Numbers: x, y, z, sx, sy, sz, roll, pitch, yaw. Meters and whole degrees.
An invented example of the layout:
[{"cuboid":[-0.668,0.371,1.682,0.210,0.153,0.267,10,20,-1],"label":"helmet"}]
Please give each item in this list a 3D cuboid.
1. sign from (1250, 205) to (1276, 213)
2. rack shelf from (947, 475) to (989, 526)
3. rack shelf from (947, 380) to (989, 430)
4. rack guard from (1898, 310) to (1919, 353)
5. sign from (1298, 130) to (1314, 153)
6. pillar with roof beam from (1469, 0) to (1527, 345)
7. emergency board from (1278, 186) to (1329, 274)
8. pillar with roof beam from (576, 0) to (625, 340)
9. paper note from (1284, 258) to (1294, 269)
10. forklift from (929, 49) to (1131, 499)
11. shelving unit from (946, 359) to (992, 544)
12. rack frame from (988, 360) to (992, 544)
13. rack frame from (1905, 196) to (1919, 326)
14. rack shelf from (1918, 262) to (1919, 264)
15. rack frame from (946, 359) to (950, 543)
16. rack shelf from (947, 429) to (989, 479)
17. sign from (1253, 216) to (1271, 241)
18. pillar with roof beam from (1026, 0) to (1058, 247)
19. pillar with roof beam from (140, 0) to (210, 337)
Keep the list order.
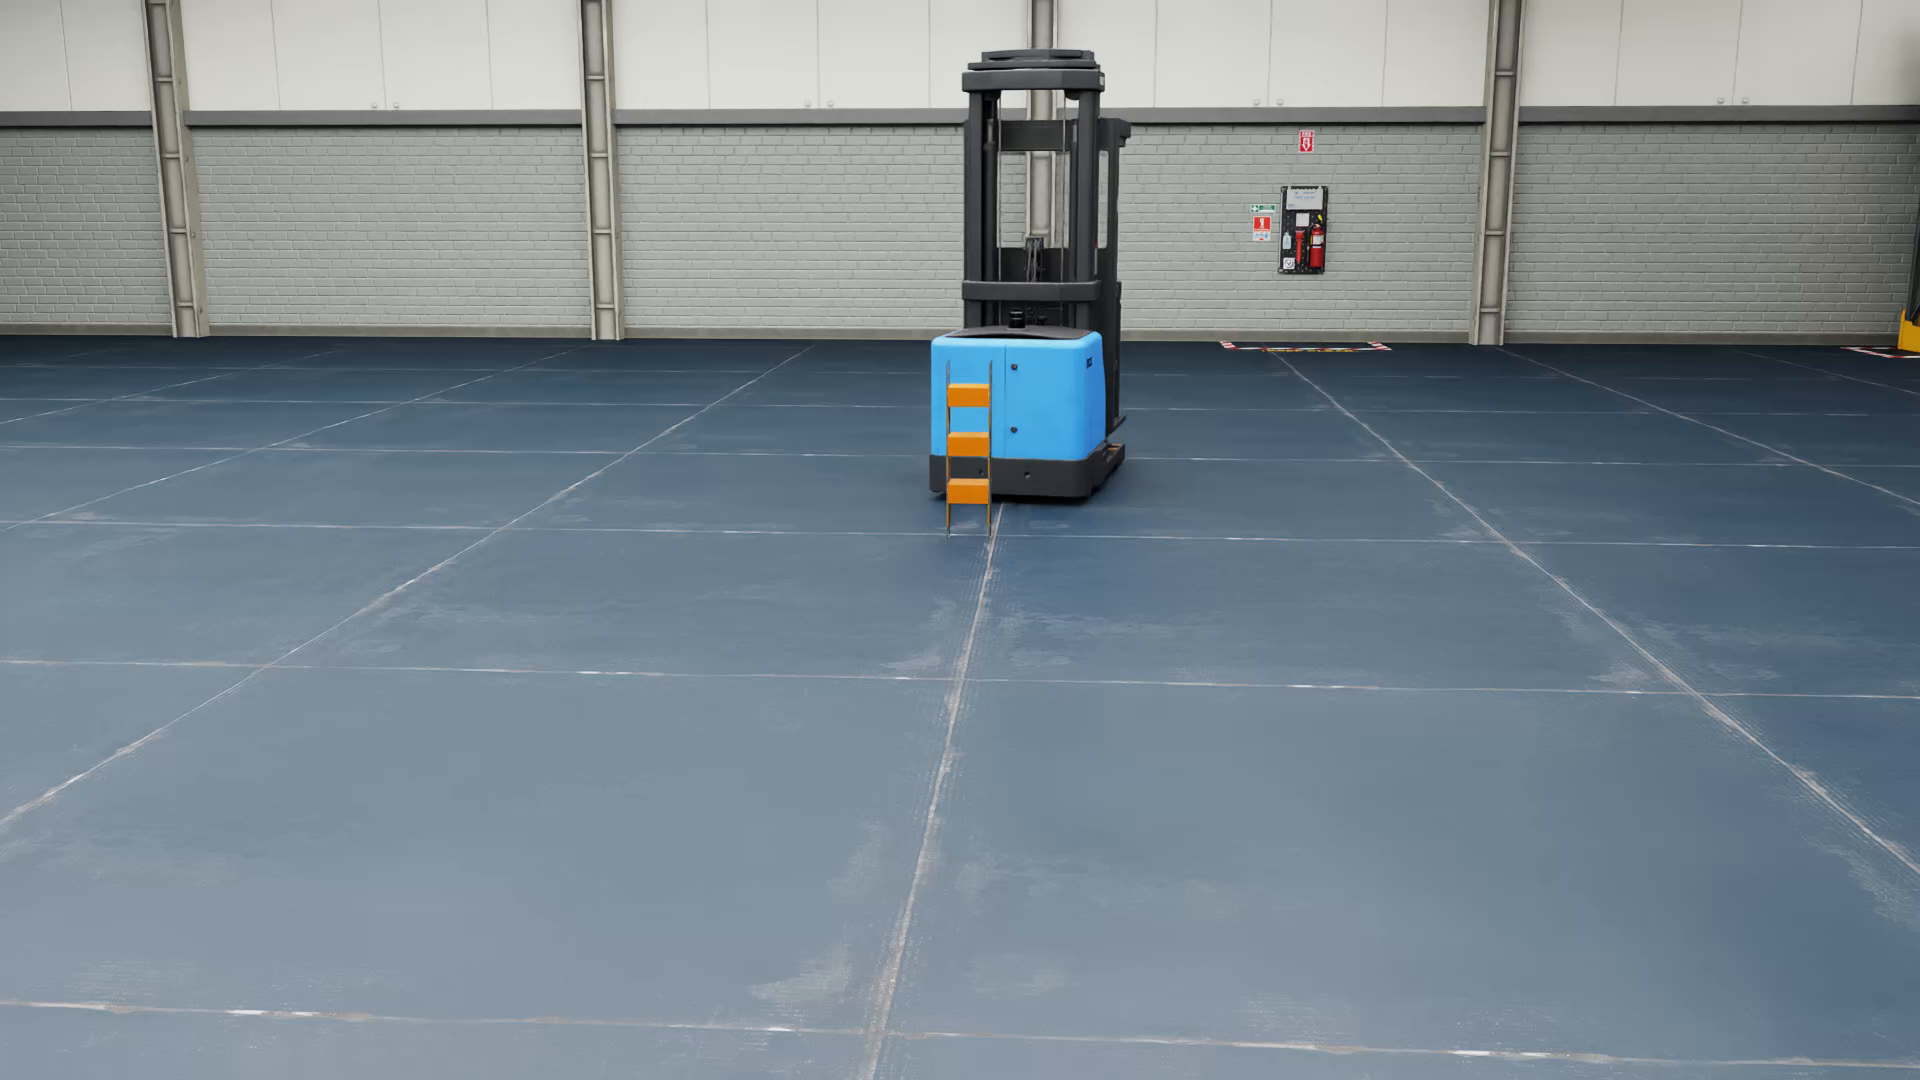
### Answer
[{"cuboid":[4.073,-4.453,22.348,0.331,0.109,0.001,1,12,4],"label":"sign"},{"cuboid":[0.053,-0.231,9.716,0.240,0.259,0.215,1,12,4],"label":"rack shelf"},{"cuboid":[0.053,-0.781,9.601,0.240,0.259,0.215,1,12,4],"label":"rack shelf"},{"cuboid":[12.383,-2.634,21.139,0.348,0.500,1.175,1,12,4],"label":"rack guard"},{"cuboid":[4.612,-5.304,22.138,0.199,0.298,0.001,1,12,4],"label":"sign"},{"cuboid":[6.789,-6.165,17.260,0.400,9.000,9.100,1,12,4],"label":"pillar with roof beam"},{"cuboid":[4.614,-4.149,22.278,0.643,1.169,0.194,1,12,4],"label":"emergency board"},{"cuboid":[-5.184,-6.329,18.045,0.400,9.000,9.100,1,12,4],"label":"pillar with roof beam"},{"cuboid":[4.442,-3.735,22.447,0.142,0.148,0.016,1,12,4],"label":"paper note"},{"cuboid":[0.621,-1.963,11.995,1.130,2.935,3.031,3,12,12],"label":"forklift"},{"cuboid":[0.053,-0.513,9.657,0.252,1.050,0.215,1,12,4],"label":"shelving unit"},{"cuboid":[0.175,-0.511,9.649,0.008,1.050,0.200,1,12,4],"label":"rack frame"},{"cuboid":[12.307,-3.858,20.888,0.127,3.000,1.000,1,12,4],"label":"rack frame"},{"cuboid":[14.303,-3.479,20.830,4.000,0.370,1.077,1,12,4],"label":"rack shelf"},{"cuboid":[-0.068,-0.515,9.665,0.008,1.050,0.200,1,12,4],"label":"rack frame"},{"cuboid":[0.053,-0.503,9.659,0.240,0.259,0.215,1,12,4],"label":"rack shelf"},{"cuboid":[4.069,-4.195,22.411,0.234,0.329,0.001,1,12,4],"label":"sign"},{"cuboid":[0.803,-6.247,17.653,0.400,9.000,9.100,1,12,4],"label":"pillar with roof beam"},{"cuboid":[-11.170,-6.411,18.438,0.400,9.000,9.100,1,12,4],"label":"pillar with roof beam"}]
